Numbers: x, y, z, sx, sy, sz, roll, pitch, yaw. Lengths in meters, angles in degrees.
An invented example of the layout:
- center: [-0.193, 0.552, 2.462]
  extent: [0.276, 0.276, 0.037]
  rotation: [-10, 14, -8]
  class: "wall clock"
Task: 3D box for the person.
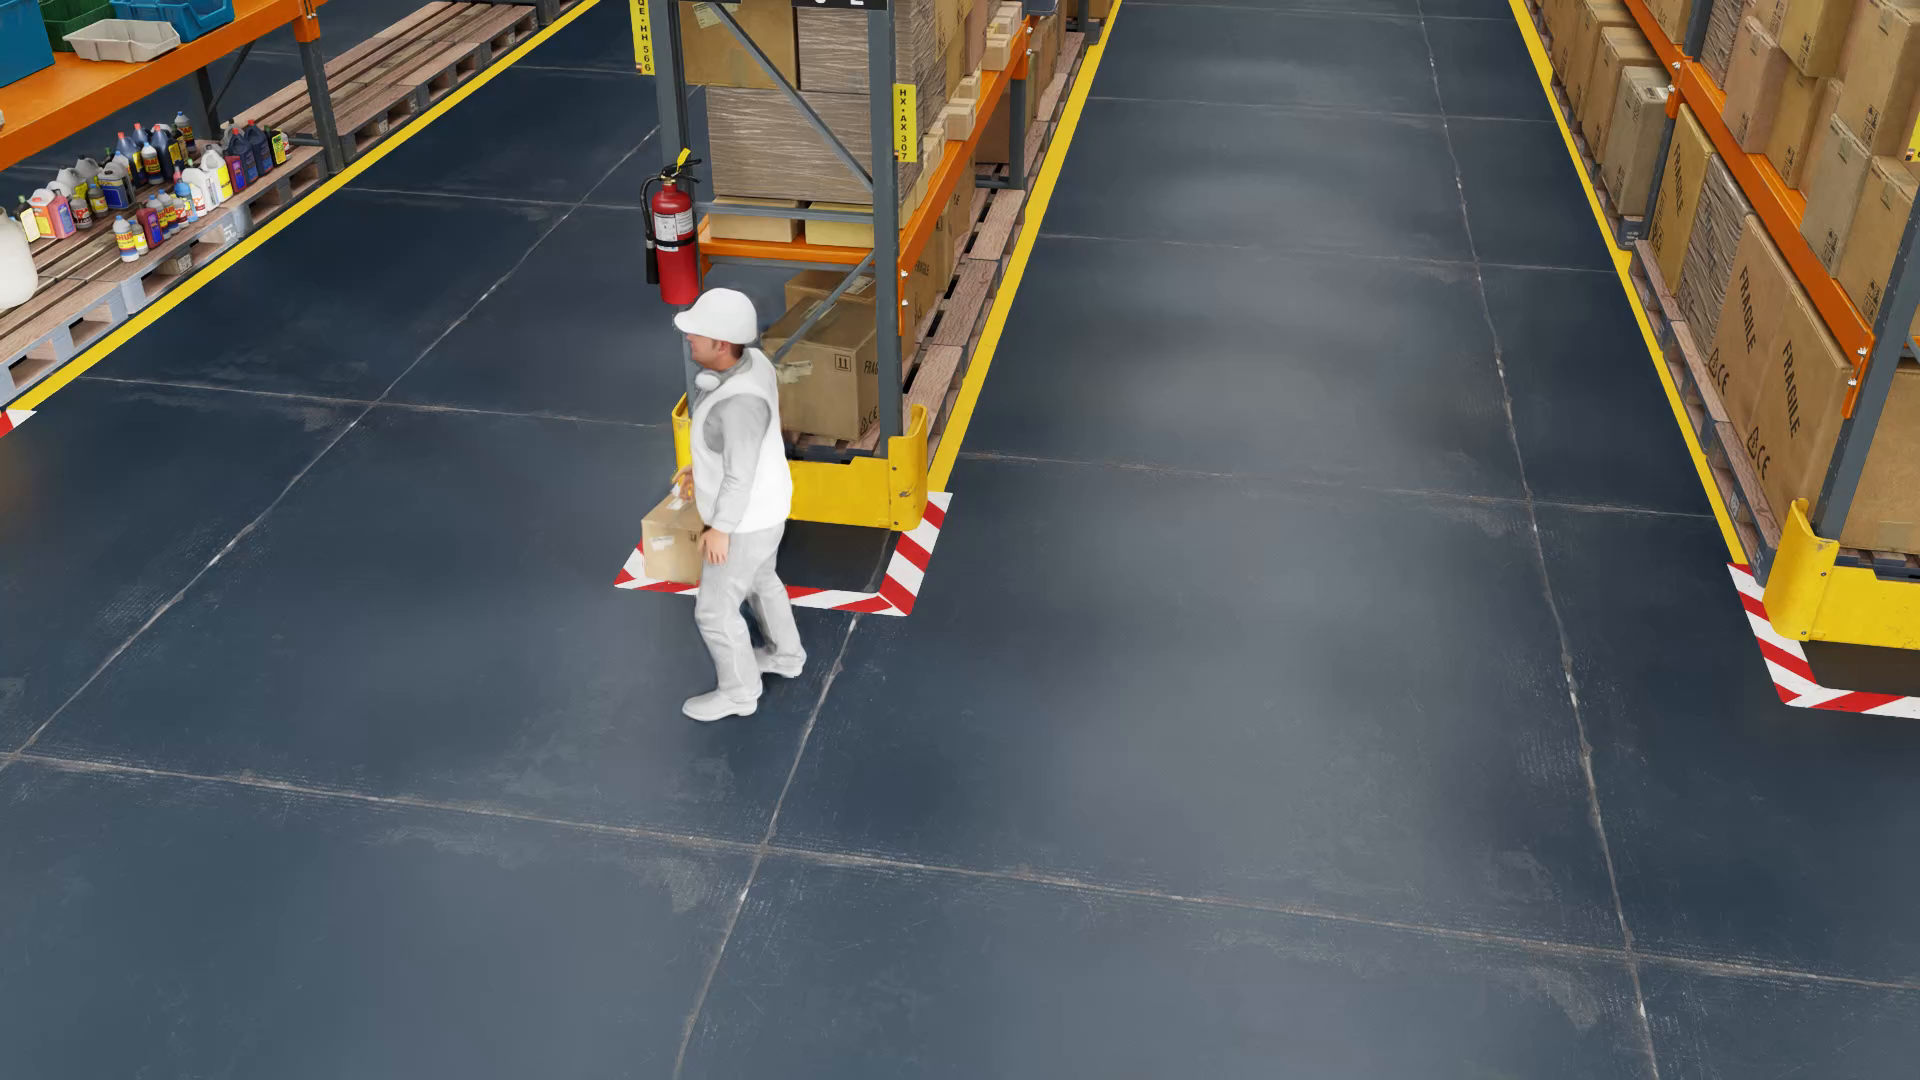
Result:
- center: [-0.873, -0.130, 6.323]
  extent: [0.490, 1.769, 0.602]
  rotation: [0, 32, -1]
  class: "person"
